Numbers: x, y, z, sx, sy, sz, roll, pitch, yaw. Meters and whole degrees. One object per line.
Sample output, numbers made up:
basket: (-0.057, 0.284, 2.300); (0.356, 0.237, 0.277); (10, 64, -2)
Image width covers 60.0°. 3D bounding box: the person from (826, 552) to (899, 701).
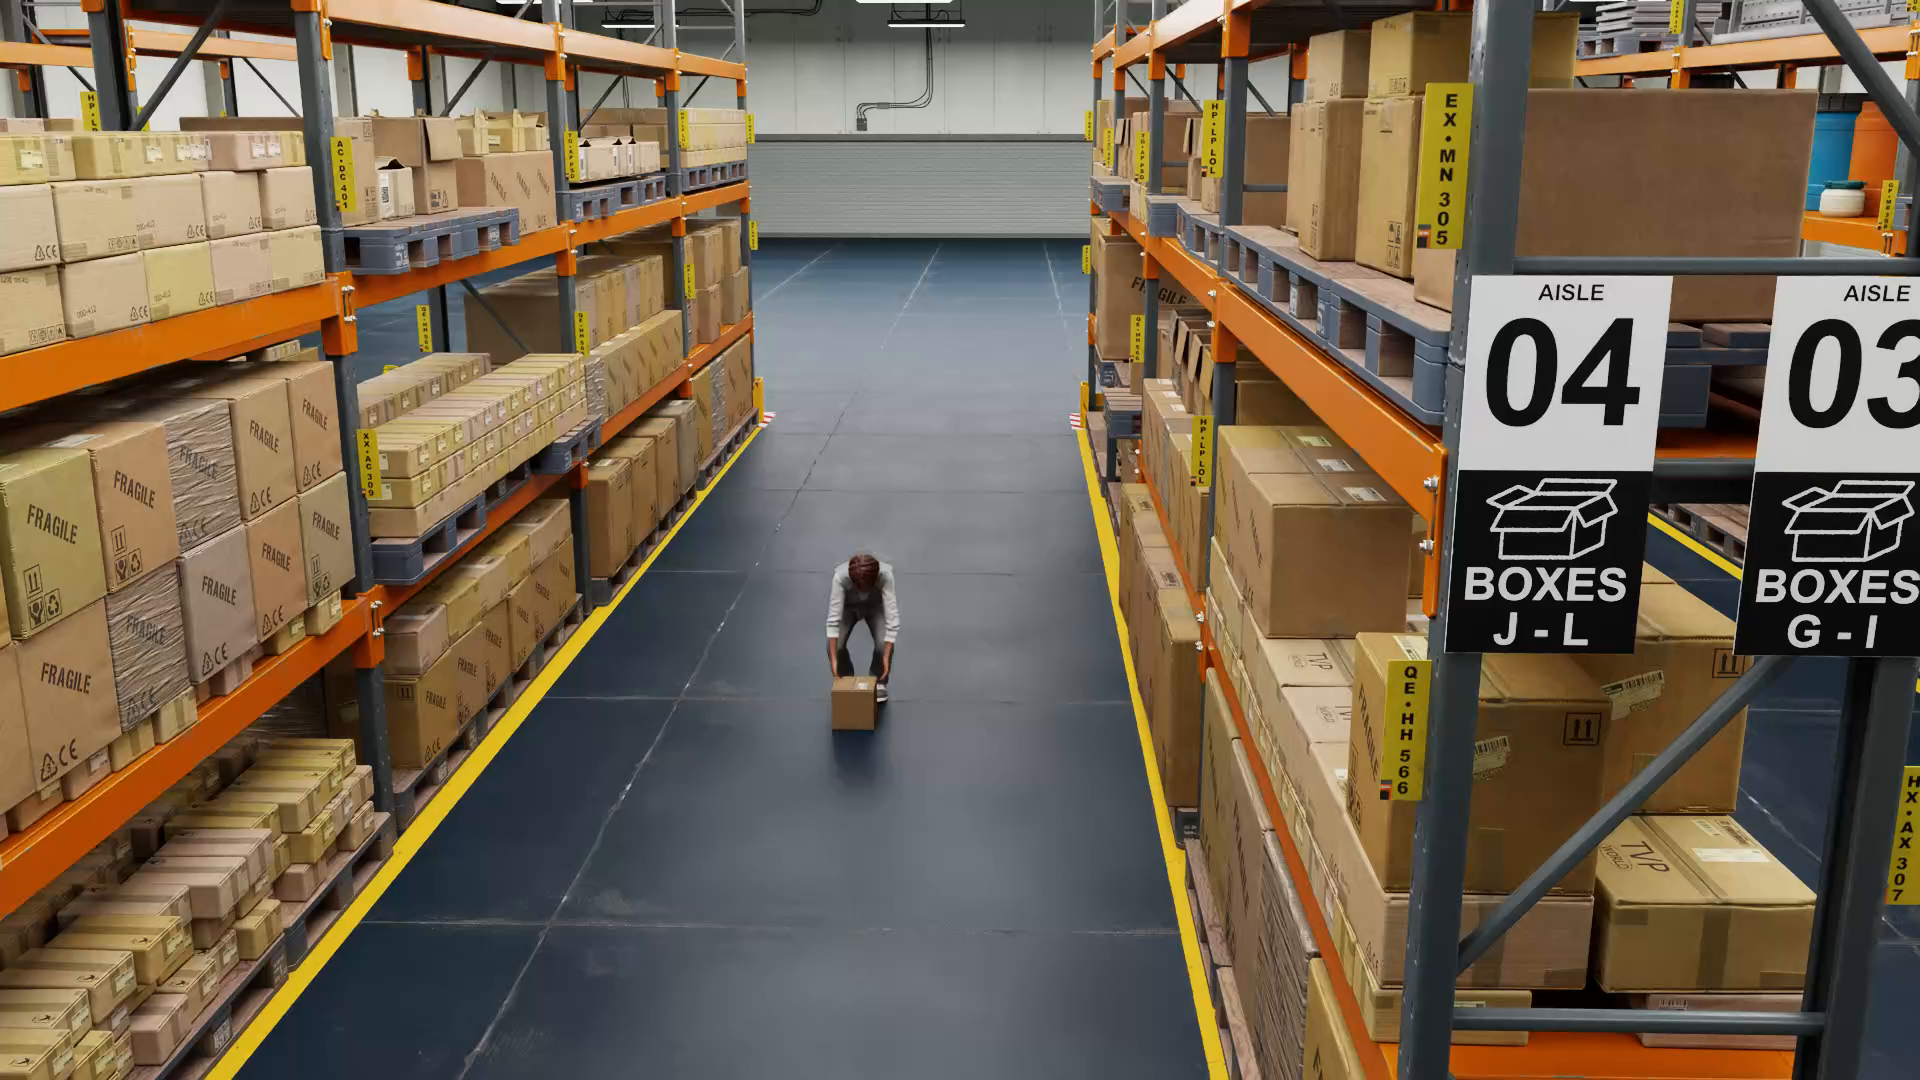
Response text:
person: (-0.588, 0.505, 10.201); (0.456, 1.022, 0.769); (0, 14, 1)
